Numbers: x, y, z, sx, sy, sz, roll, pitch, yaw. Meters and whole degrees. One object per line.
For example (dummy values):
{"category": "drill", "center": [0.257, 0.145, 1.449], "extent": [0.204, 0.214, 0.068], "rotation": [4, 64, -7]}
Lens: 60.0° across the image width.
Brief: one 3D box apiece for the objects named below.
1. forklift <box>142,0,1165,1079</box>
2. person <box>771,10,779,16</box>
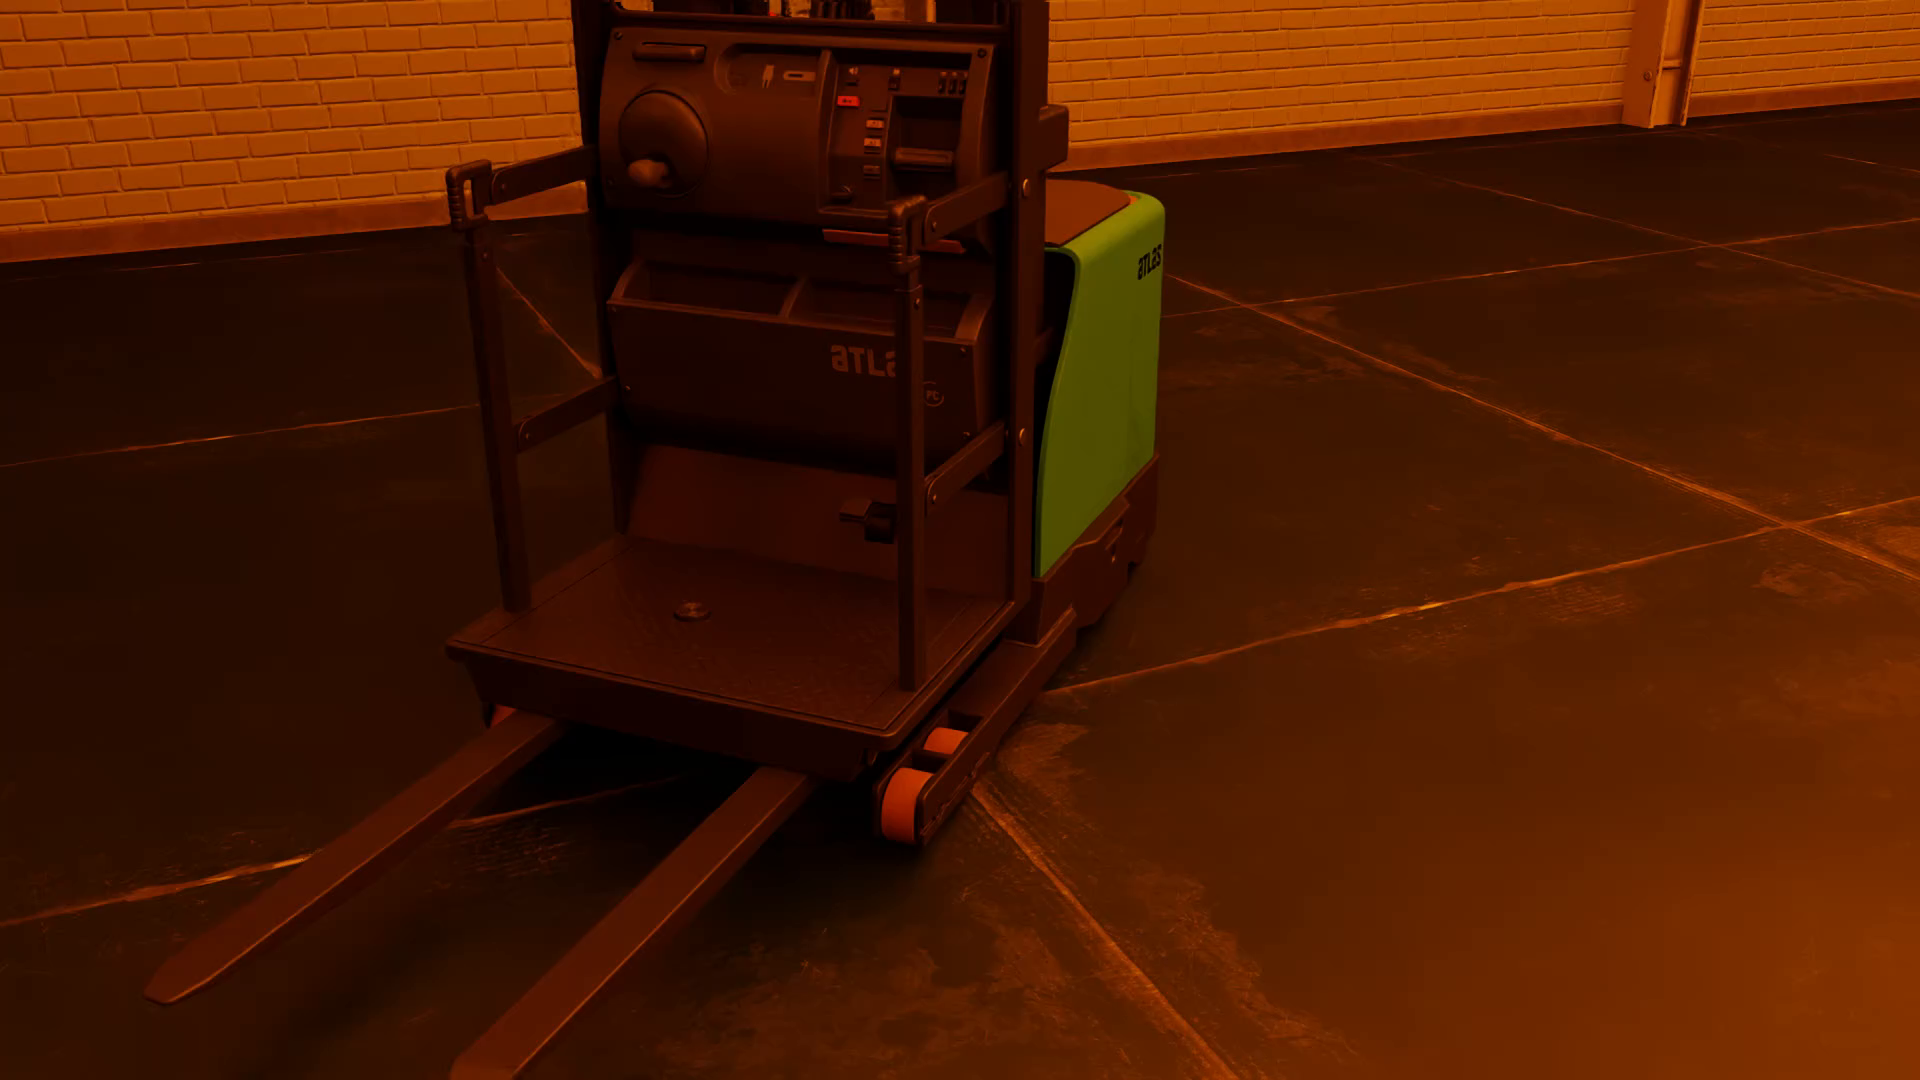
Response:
{"category": "forklift", "center": [-0.451, -0.886, 3.420], "extent": [1.130, 2.935, 3.031], "rotation": [9, 24, 21]}
{"category": "person", "center": [-0.445, -0.901, 5.366], "extent": [0.898, 1.566, 0.787], "rotation": [-7, 24, -17]}
